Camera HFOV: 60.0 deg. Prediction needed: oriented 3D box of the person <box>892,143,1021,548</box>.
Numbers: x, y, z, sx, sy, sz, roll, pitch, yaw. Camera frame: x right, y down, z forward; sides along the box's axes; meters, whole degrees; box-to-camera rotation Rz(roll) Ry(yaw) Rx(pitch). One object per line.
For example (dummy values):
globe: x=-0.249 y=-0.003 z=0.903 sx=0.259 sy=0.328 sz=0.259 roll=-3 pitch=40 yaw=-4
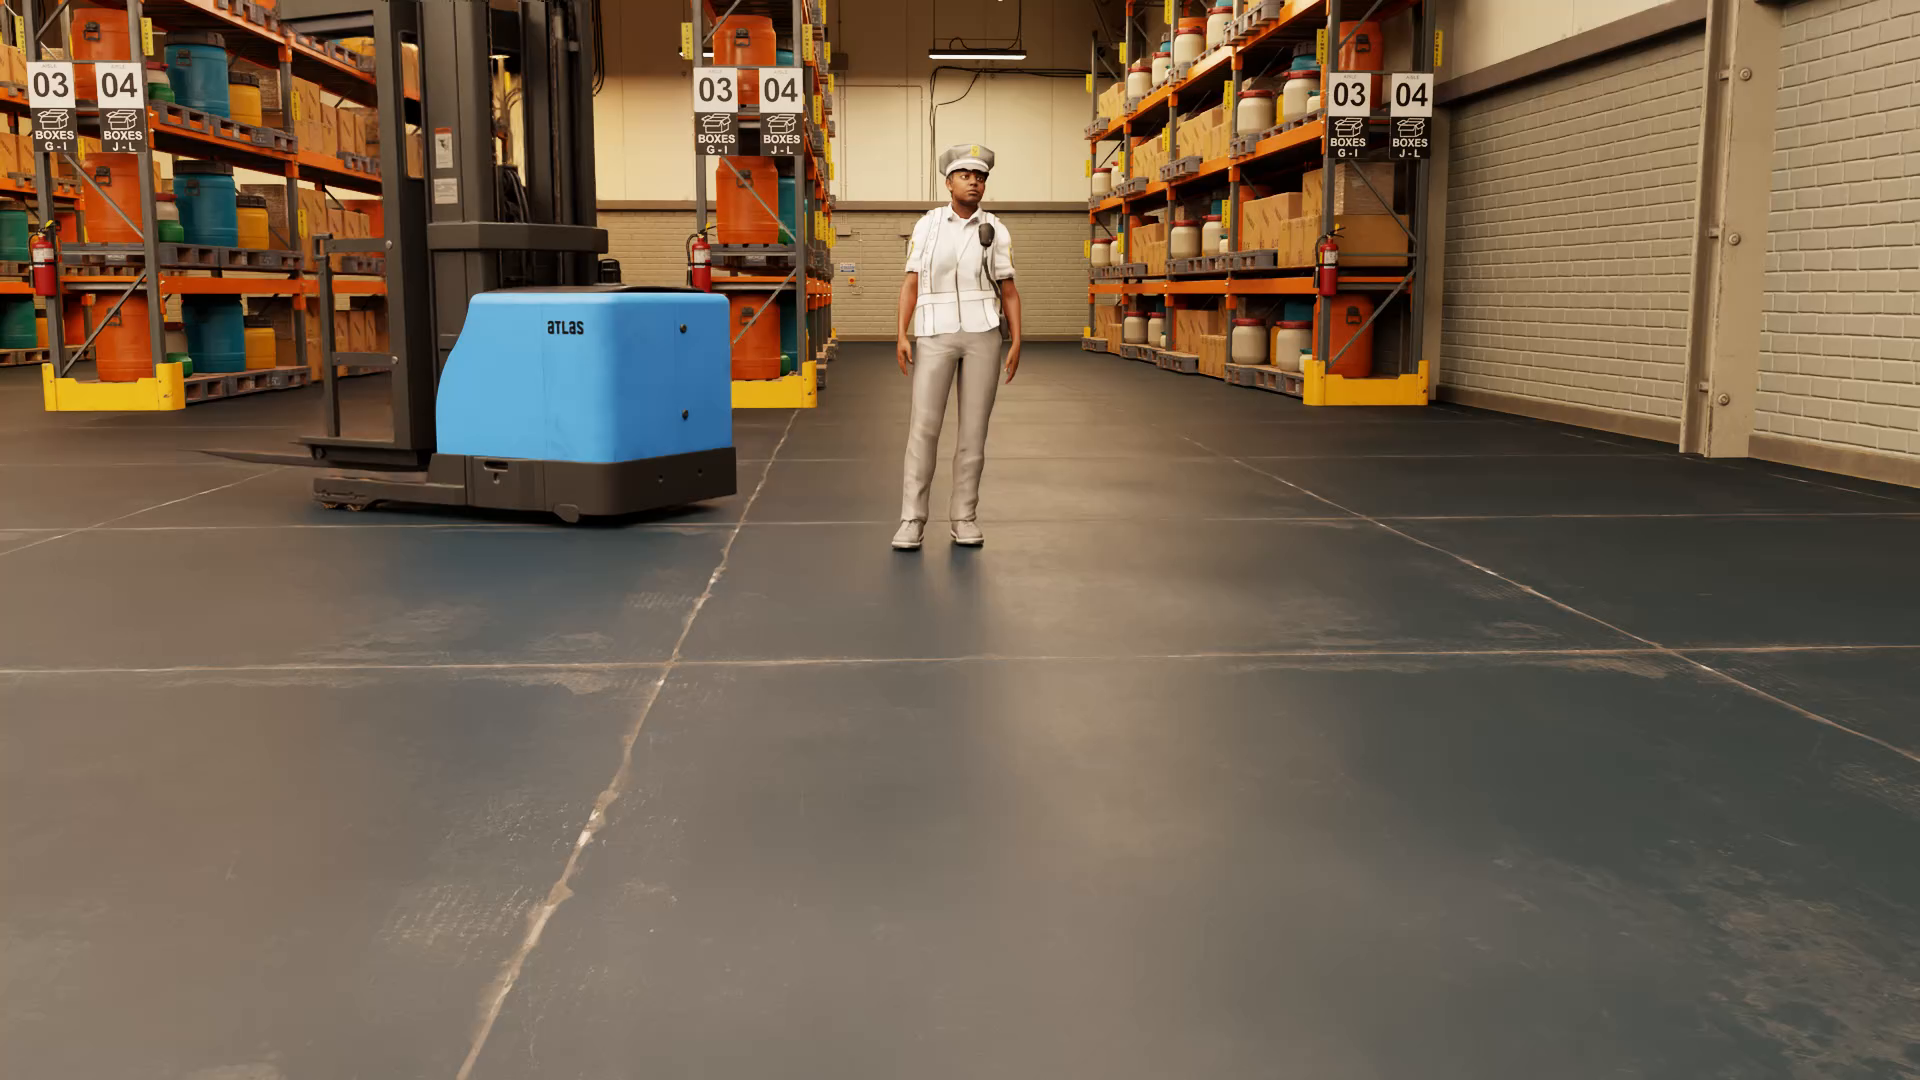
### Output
person: x=-0.015 y=-0.834 z=7.109 sx=0.570 sy=1.697 sz=0.528 roll=-1 pitch=8 yaw=-4

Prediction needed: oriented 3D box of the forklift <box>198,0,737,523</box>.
forklift: x=-2.673 y=-1.657 z=8.487 sx=3.031 sy=2.935 sz=1.130 roll=4 pitch=10 yaw=28
